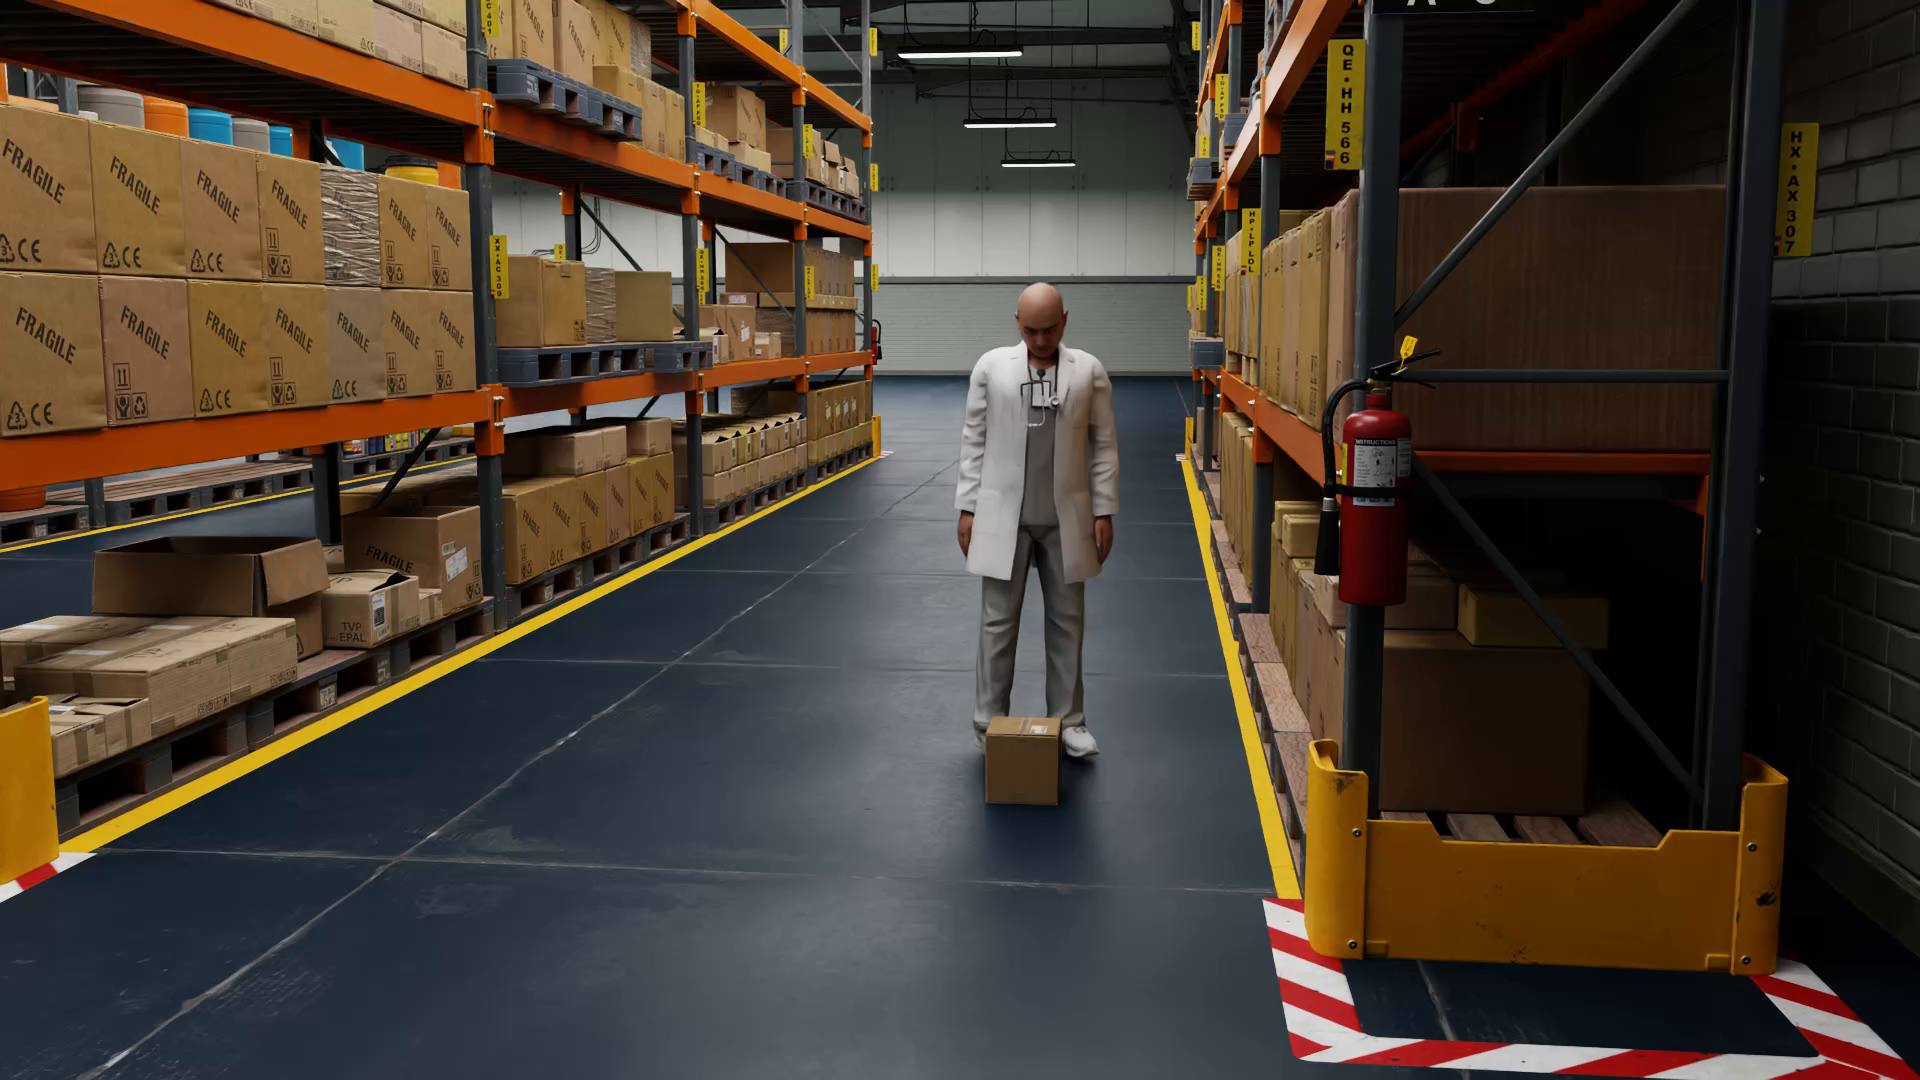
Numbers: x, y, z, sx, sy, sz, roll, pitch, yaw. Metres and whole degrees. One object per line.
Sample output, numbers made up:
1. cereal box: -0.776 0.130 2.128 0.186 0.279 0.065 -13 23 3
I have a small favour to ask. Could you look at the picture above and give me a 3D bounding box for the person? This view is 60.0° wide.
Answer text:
1. person: 0.296 -0.066 6.201 0.623 1.767 0.430 0 7 -3
